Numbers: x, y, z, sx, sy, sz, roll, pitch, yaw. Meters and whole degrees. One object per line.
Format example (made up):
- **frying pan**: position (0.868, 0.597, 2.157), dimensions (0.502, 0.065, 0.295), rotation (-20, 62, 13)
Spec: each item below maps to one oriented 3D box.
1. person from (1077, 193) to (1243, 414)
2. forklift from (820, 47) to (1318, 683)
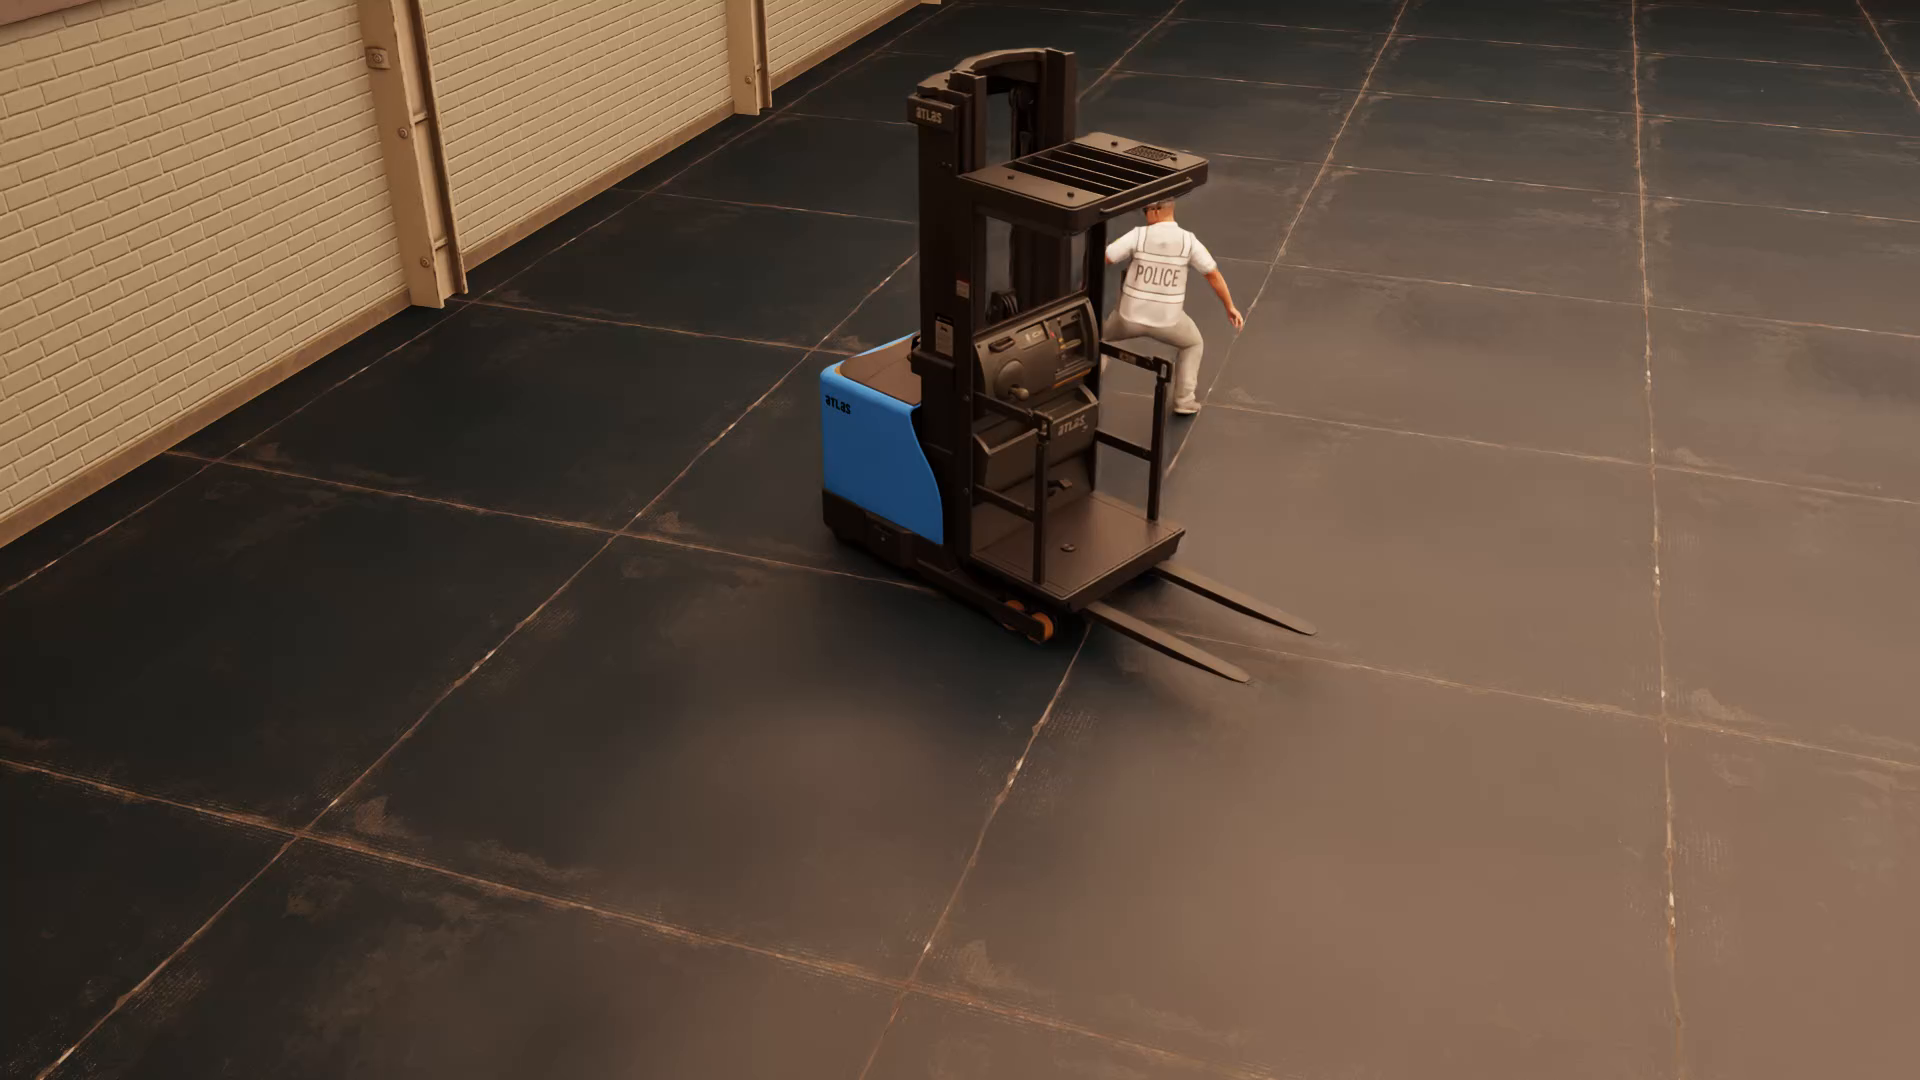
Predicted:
- **person**: position (1.352, -1.575, 11.308), dimensions (1.141, 1.643, 0.508), rotation (5, 30, 8)
- **forklift**: position (0.575, -0.999, 8.889), dimensions (3.031, 2.935, 1.130), rotation (25, 38, 37)
